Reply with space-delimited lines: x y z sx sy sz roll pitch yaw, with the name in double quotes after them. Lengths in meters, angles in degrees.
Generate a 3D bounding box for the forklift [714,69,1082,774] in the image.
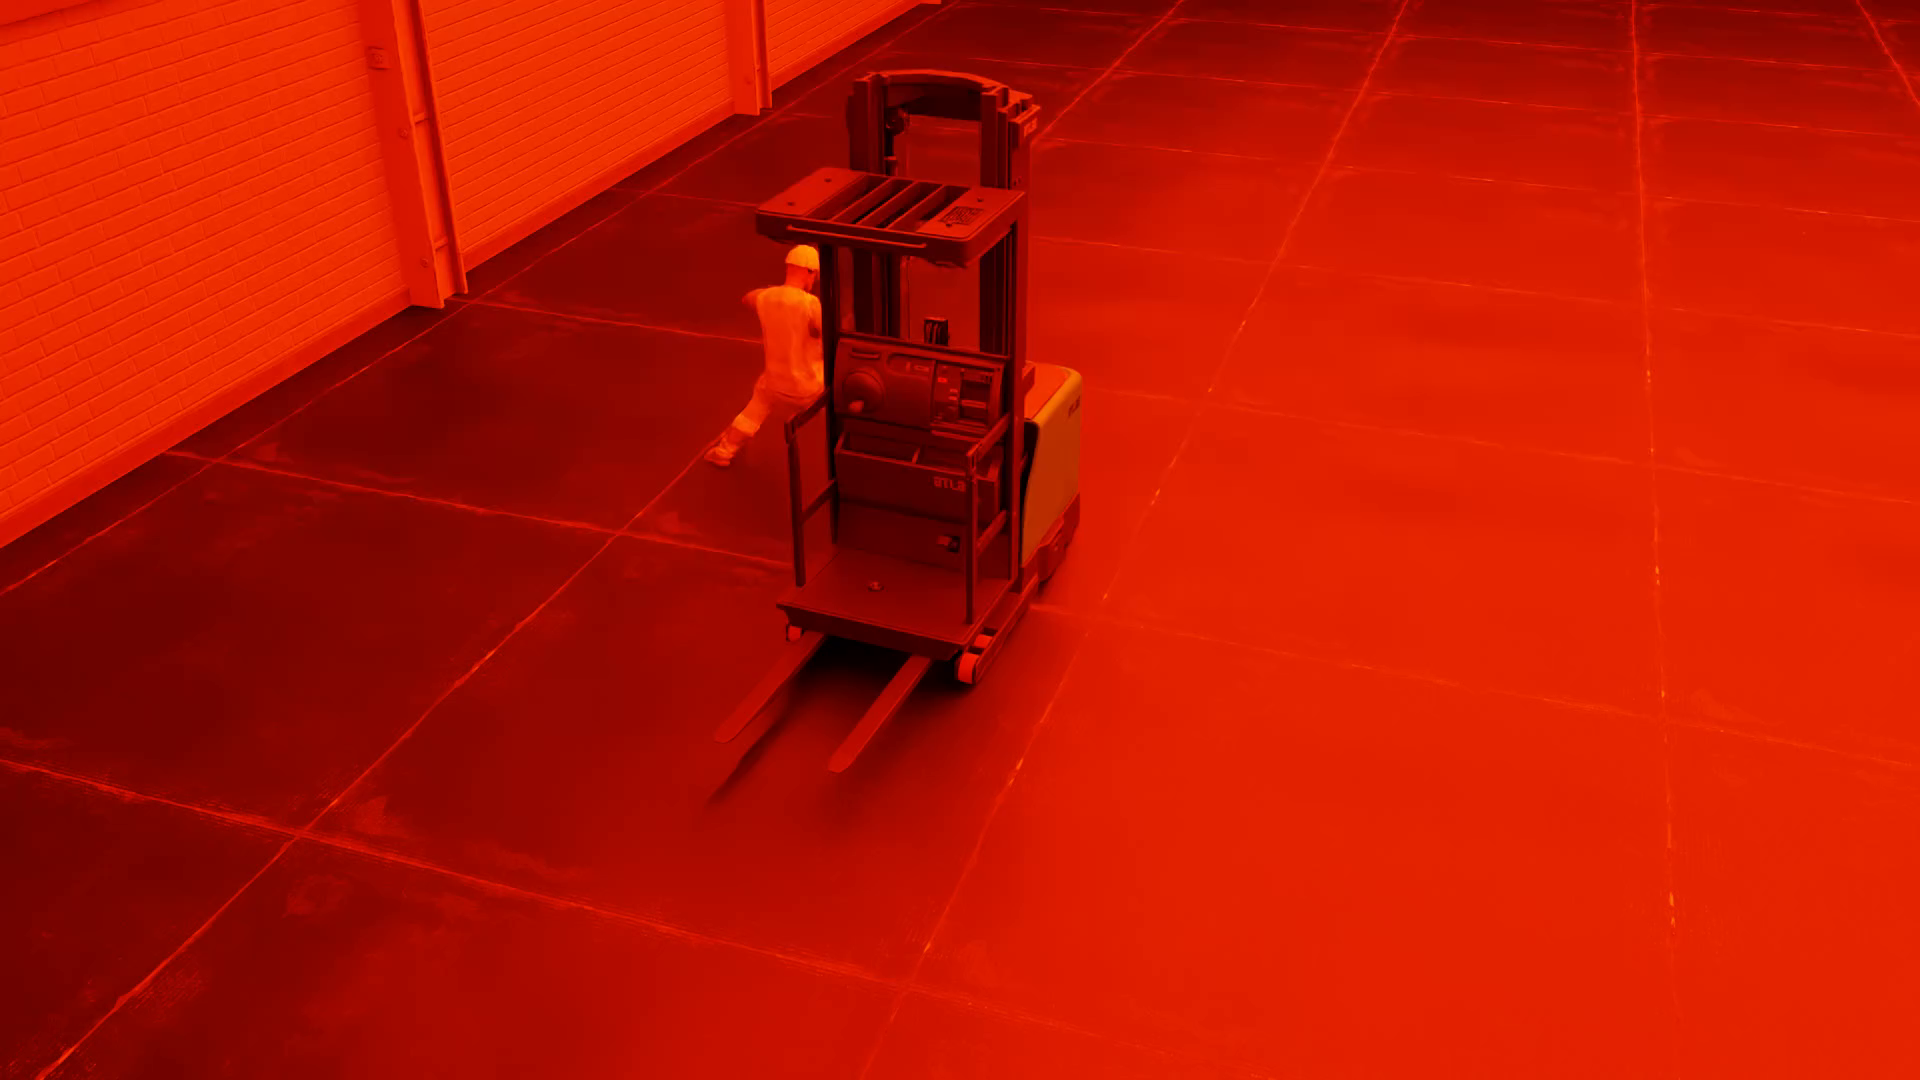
-0.299 -0.749 8.451 1.130 2.935 3.031 11 32 19 "forklift"

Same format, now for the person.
-0.972 -1.134 10.506 1.301 1.566 0.848 17 34 28 "person"
